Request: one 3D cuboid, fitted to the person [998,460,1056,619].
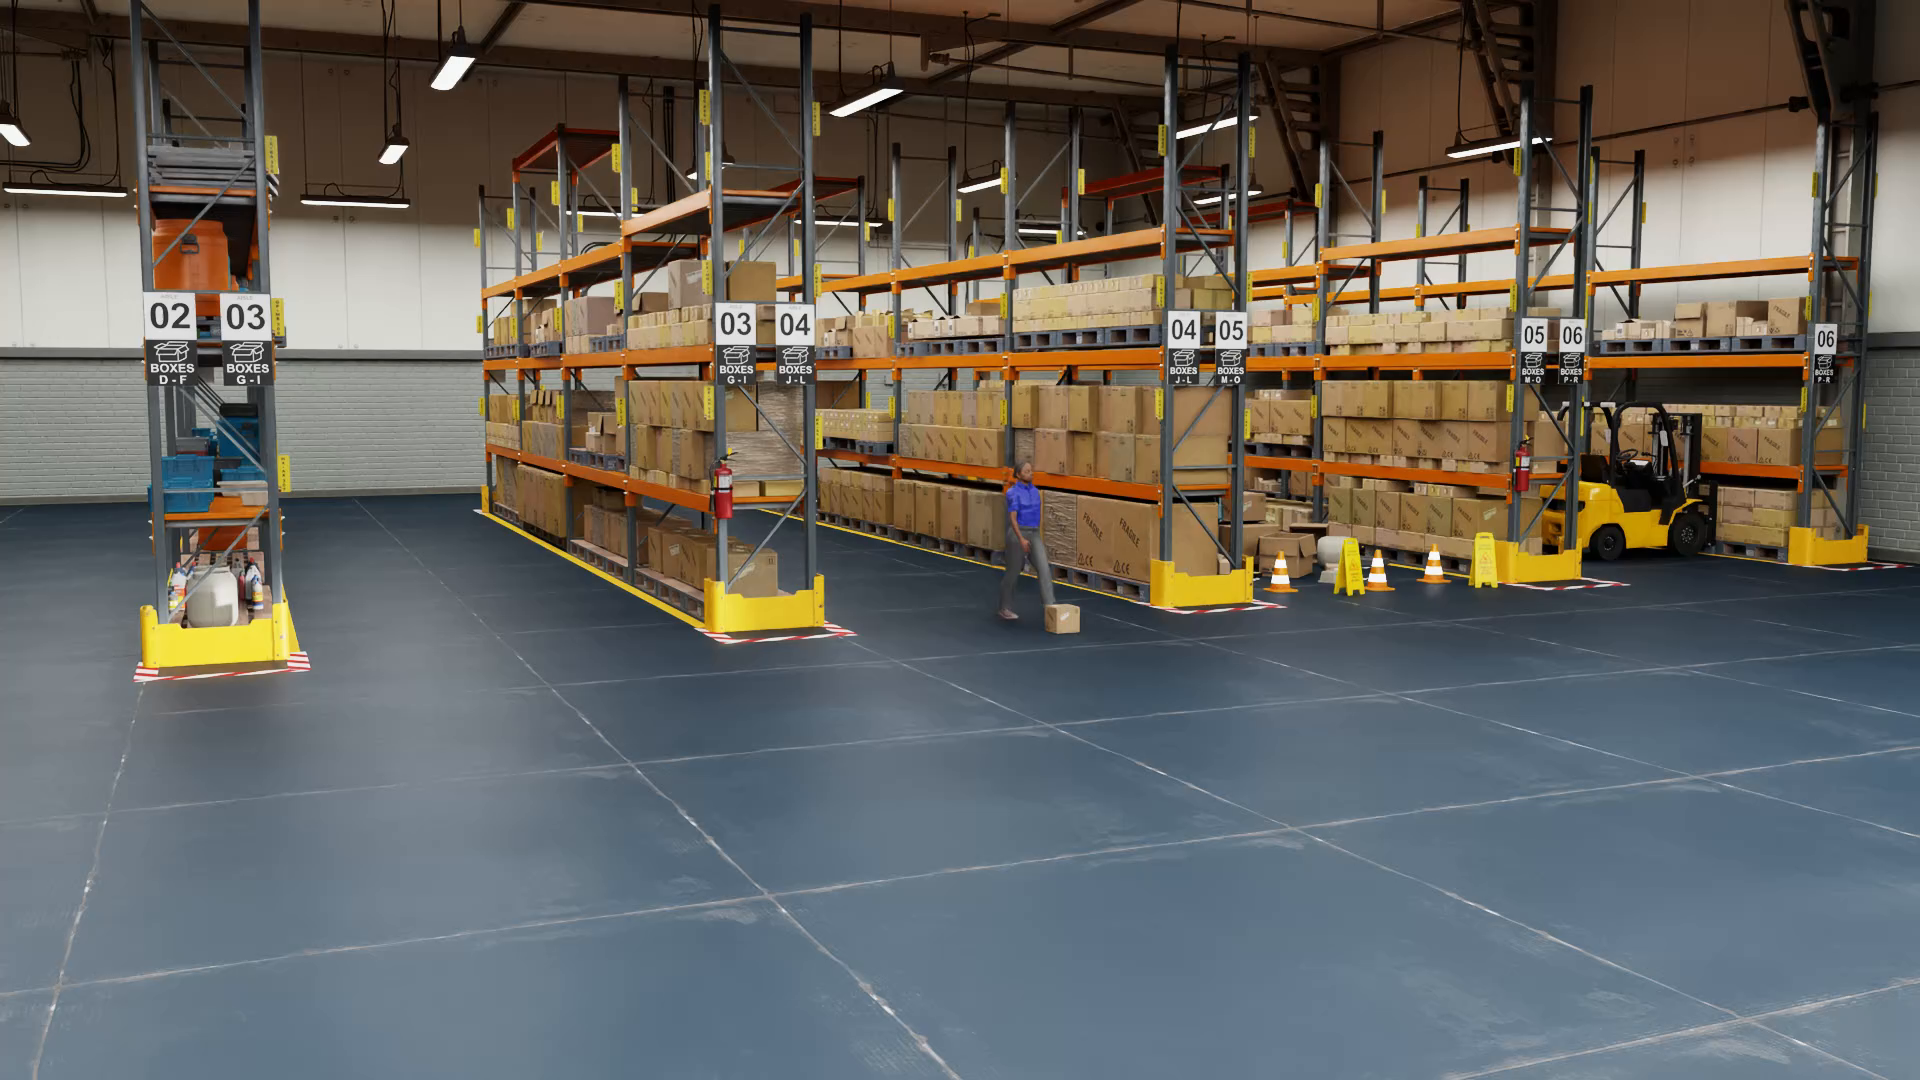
[{"bbox_3d":[0.706,0.011,16.748,0.459,1.622,0.839,-4,7,-37],"label":"person"}]
